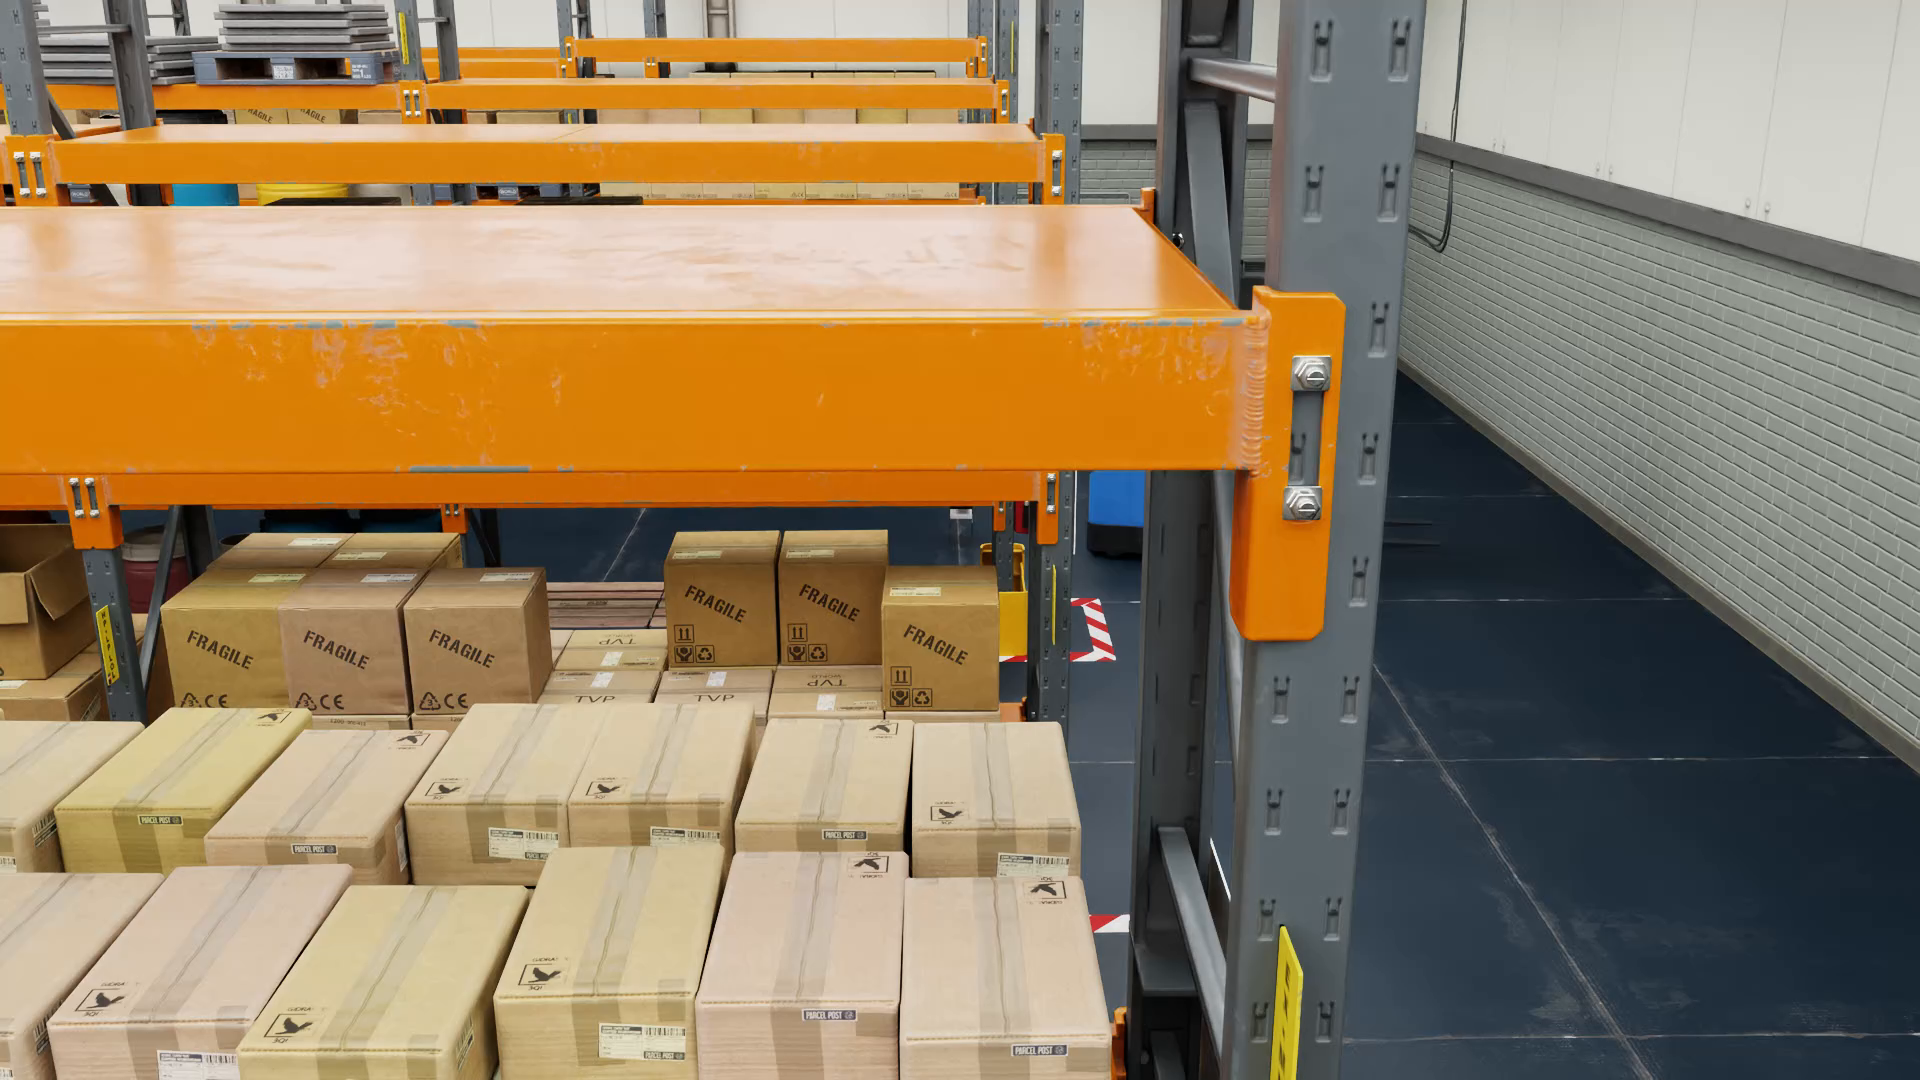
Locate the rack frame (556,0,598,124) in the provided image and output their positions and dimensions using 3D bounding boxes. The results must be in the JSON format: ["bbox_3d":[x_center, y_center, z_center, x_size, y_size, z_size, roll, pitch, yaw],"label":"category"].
[{"bbox_3d":[-3.752,-5.091,16.187,0.127,3.000,1.000,0,18,-1],"label":"rack frame"}]

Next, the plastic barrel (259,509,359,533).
[{"bbox_3d":[-4.930,0.078,12.641,0.708,0.901,0.600,0,18,-1],"label":"plastic barrel"}]

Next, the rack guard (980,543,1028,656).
[{"bbox_3d":[0.346,0.445,12.842,0.348,0.500,1.175,0,18,-1],"label":"rack guard"}]

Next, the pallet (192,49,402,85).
[{"bbox_3d":[-4.504,-3.285,11.519,1.213,0.211,1.003,0,18,-1],"label":"pallet"}]

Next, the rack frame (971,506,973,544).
[{"bbox_3d":[0.110,-0.429,14.912,0.006,0.900,0.240,0,18,-1],"label":"rack frame"}]

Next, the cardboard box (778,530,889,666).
[{"bbox_3d":[-0.584,0.266,7.837,0.500,0.500,0.500,-1,18,-2],"label":"cardboard box"}]

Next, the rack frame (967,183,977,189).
[{"bbox_3d":[0.166,-3.767,21.880,0.127,3.000,1.000,0,18,-1],"label":"rack frame"}]

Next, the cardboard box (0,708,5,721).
[{"bbox_3d":[-1.768,0.415,2.708,0.250,0.149,0.380,-1,18,-2],"label":"cardboard box"}]

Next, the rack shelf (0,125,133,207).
[{"bbox_3d":[-5.599,-1.523,6.896,4.000,0.370,1.077,0,18,-1],"label":"rack shelf"}]

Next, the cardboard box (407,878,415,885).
[{"bbox_3d":[-1.093,0.616,2.732,0.500,0.250,0.500,0,18,0],"label":"cardboard box"}]

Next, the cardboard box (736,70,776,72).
[{"bbox_3d":[-2.623,-5.787,21.431,0.500,0.500,0.500,-1,18,-3],"label":"cardboard box"}]

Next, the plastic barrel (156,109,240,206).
[{"bbox_3d":[-5.382,-2.534,11.617,0.708,0.901,0.600,0,18,-1],"label":"plastic barrel"}]

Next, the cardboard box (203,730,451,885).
[{"bbox_3d":[-0.977,0.443,2.619,0.250,0.149,0.380,0,18,1],"label":"cardboard box"}]

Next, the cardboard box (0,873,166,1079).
[{"bbox_3d":[-1.231,0.590,2.162,0.250,0.149,0.380,0,18,0],"label":"cardboard box"}]

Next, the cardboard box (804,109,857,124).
[{"bbox_3d":[-1.265,-4.187,16.478,0.500,0.500,0.700,0,18,-1],"label":"cardboard box"}]

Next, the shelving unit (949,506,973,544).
[{"bbox_3d":[0.008,-0.429,14.910,0.210,0.900,0.258,0,18,-1],"label":"shelving unit"}]

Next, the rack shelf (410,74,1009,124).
[{"bbox_3d":[-1.678,-3.055,11.672,4.000,0.370,1.077,0,18,-1],"label":"rack shelf"}]

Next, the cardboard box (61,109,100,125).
[{"bbox_3d":[-11.285,-5.363,21.094,0.500,0.500,0.500,2,18,7],"label":"cardboard box"}]

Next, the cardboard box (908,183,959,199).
[{"bbox_3d":[-0.262,-3.528,16.470,0.500,0.250,0.500,0,18,-1],"label":"cardboard box"}]

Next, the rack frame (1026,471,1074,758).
[{"bbox_3d":[0.400,0.771,7.732,0.127,3.000,1.000,0,18,-1],"label":"rack frame"}]

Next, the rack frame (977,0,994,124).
[{"bbox_3d":[0.248,-5.111,16.247,0.127,3.000,1.000,0,18,-1],"label":"rack frame"}]

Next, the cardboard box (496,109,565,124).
[{"bbox_3d":[-4.257,-3.978,16.613,0.600,0.600,0.600,-2,18,-6],"label":"cardboard box"}]

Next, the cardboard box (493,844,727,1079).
[{"bbox_3d":[-0.455,0.566,2.236,0.250,0.149,0.380,-1,18,-3],"label":"cardboard box"}]

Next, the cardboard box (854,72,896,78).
[{"bbox_3d":[-1.062,-5.643,20.983,0.500,0.500,0.500,0,18,1],"label":"cardboard box"}]

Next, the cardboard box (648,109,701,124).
[{"bbox_3d":[-2.764,-4.160,16.394,0.500,0.500,0.700,0,18,-1],"label":"cardboard box"}]

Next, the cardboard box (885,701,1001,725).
[{"bbox_3d":[-0.080,0.785,7.449,0.500,0.250,0.500,-1,18,-2],"label":"cardboard box"}]

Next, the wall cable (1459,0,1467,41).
[{"bbox_3d":[5.869,-6.642,17.836,0.112,2.526,3.097,0,18,-1],"label":"wall cable"}]

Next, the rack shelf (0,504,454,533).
[{"bbox_3d":[-5.677,-0.370,12.467,4.000,0.370,1.077,0,18,-1],"label":"rack shelf"}]

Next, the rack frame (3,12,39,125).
[{"bbox_3d":[-11.833,-6.566,20.783,0.127,3.000,1.000,0,18,-1],"label":"rack frame"}]

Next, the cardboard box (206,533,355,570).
[{"bbox_3d":[-3.144,0.280,7.796,0.500,0.500,0.500,0,18,1],"label":"cardboard box"}]

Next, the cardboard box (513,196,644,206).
[{"bbox_3d":[-1.620,-1.302,7.044,0.500,0.250,0.500,-1,18,-3],"label":"cardboard box"}]

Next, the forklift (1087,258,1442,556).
[{"bbox_3d":[2.677,-1.319,14.362,3.031,2.935,1.130,3,18,9],"label":"forklift"}]

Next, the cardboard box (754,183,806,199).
[{"bbox_3d":[-1.762,-3.525,16.461,0.500,0.250,0.500,0,18,-1],"label":"cardboard box"}]

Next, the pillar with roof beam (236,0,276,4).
[{"bbox_3d":[-9.079,-5.528,17.549,0.400,9.000,9.100,0,18,-1],"label":"pillar with roof beam"}]

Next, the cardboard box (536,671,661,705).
[{"bbox_3d":[-1.617,0.793,7.423,0.500,0.250,0.500,0,18,-1],"label":"cardboard box"}]

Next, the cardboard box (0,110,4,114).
[{"bbox_3d":[-12.330,-5.585,20.805,0.500,0.500,0.500,-2,18,-6],"label":"cardboard box"}]

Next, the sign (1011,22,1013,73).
[{"bbox_3d":[0.347,-3.276,11.057,0.005,0.325,0.100,0,18,-1],"label":"sign"}]

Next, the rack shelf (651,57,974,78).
[{"bbox_3d":[-1.834,-6.081,21.105,4.000,0.370,1.077,0,18,-1],"label":"rack shelf"}]

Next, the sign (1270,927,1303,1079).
[{"bbox_3d":[0.366,0.607,1.886,0.005,0.325,0.100,0,18,-1],"label":"sign"}]

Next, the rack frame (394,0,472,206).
[{"bbox_3d":[-3.677,-3.579,11.471,0.127,3.000,1.000,0,18,-1],"label":"rack frame"}]

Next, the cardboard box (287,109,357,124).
[{"bbox_3d":[-6.295,-4.173,16.433,0.500,0.500,0.500,0,18,-1],"label":"cardboard box"}]

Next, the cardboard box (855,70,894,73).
[{"bbox_3d":[-1.097,-5.799,21.469,0.500,0.500,0.500,-1,18,-2],"label":"cardboard box"}]

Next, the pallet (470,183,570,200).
[{"bbox_3d":[-4.405,-3.592,16.731,1.003,0.211,1.213,0,18,-1],"label":"pallet"}]

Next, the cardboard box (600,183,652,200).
[{"bbox_3d":[-3.262,-3.518,16.440,0.500,0.250,0.500,0,18,-1],"label":"cardboard box"}]

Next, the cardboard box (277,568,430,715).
[{"bbox_3d":[-2.624,0.439,7.299,0.500,0.500,0.500,0,18,-1],"label":"cardboard box"}]

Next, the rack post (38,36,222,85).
[{"bbox_3d":[-5.699,-3.292,11.396,0.954,0.300,0.937,2,18,5],"label":"rack post"}]

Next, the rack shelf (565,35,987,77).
[{"bbox_3d":[-1.752,-4.757,16.328,4.000,0.370,1.077,0,18,-1],"label":"rack shelf"}]

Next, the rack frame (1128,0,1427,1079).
[{"bbox_3d":[0.377,-0.570,2.092,0.127,3.000,1.000,0,18,-1],"label":"rack frame"}]

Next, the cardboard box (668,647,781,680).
[{"bbox_3d":[-1.106,0.627,7.941,0.500,0.250,0.500,-1,18,-3],"label":"cardboard box"}]

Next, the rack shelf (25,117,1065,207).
[{"bbox_3d":[-1.600,-1.543,6.957,4.000,0.370,1.077,0,18,-1],"label":"rack shelf"}]

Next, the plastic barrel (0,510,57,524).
[{"bbox_3d":[-7.188,0.123,12.618,0.708,0.830,0.600,0,18,-1],"label":"plastic barrel"}]

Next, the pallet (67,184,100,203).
[{"bbox_3d":[-8.429,-3.523,16.519,1.003,0.211,1.213,1,18,2],"label":"pallet"}]

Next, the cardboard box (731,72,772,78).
[{"bbox_3d":[-2.603,-5.631,20.948,0.500,0.500,0.500,-1,18,-2],"label":"cardboard box"}]

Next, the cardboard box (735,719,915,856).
[{"bbox_3d":[-0.205,0.430,2.661,0.250,0.149,0.380,0,18,1],"label":"cardboard box"}]

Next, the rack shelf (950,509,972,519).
[{"bbox_3d":[0.008,-0.225,14.975,0.200,0.077,0.258,0,18,-1],"label":"rack shelf"}]

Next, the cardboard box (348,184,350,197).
[{"bbox_3d":[-6.286,-3.709,16.624,0.500,0.500,0.910,0,18,-1],"label":"cardboard box"}]

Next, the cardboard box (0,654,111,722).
[{"bbox_3d":[-4.063,0.829,7.390,0.500,0.500,0.500,0,18,-1],"label":"cardboard box"}]
